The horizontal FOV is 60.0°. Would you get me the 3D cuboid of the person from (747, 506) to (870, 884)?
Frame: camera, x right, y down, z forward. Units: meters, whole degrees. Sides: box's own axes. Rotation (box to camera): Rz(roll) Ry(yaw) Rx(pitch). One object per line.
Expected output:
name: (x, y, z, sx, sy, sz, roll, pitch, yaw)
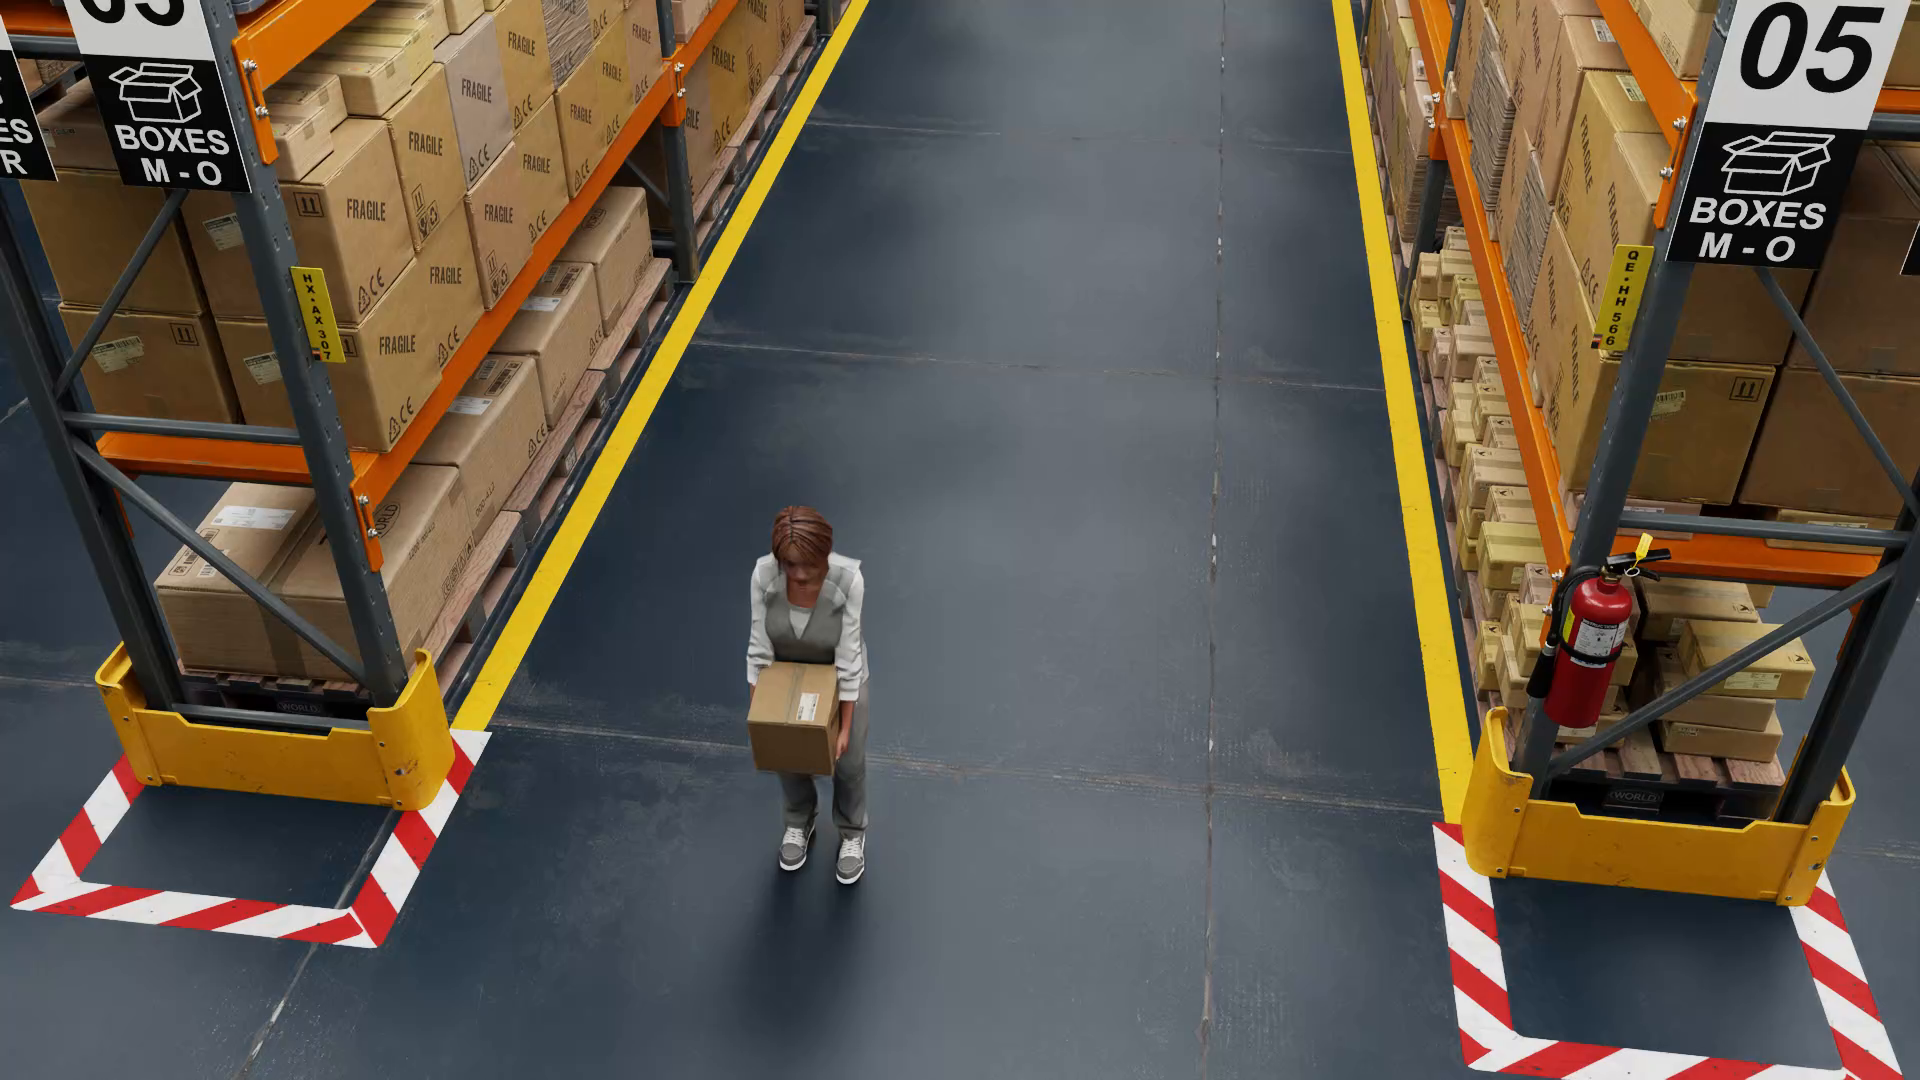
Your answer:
person: (-0.485, 0.522, 5.479, 0.373, 1.576, 0.527, 4, 37, 5)
